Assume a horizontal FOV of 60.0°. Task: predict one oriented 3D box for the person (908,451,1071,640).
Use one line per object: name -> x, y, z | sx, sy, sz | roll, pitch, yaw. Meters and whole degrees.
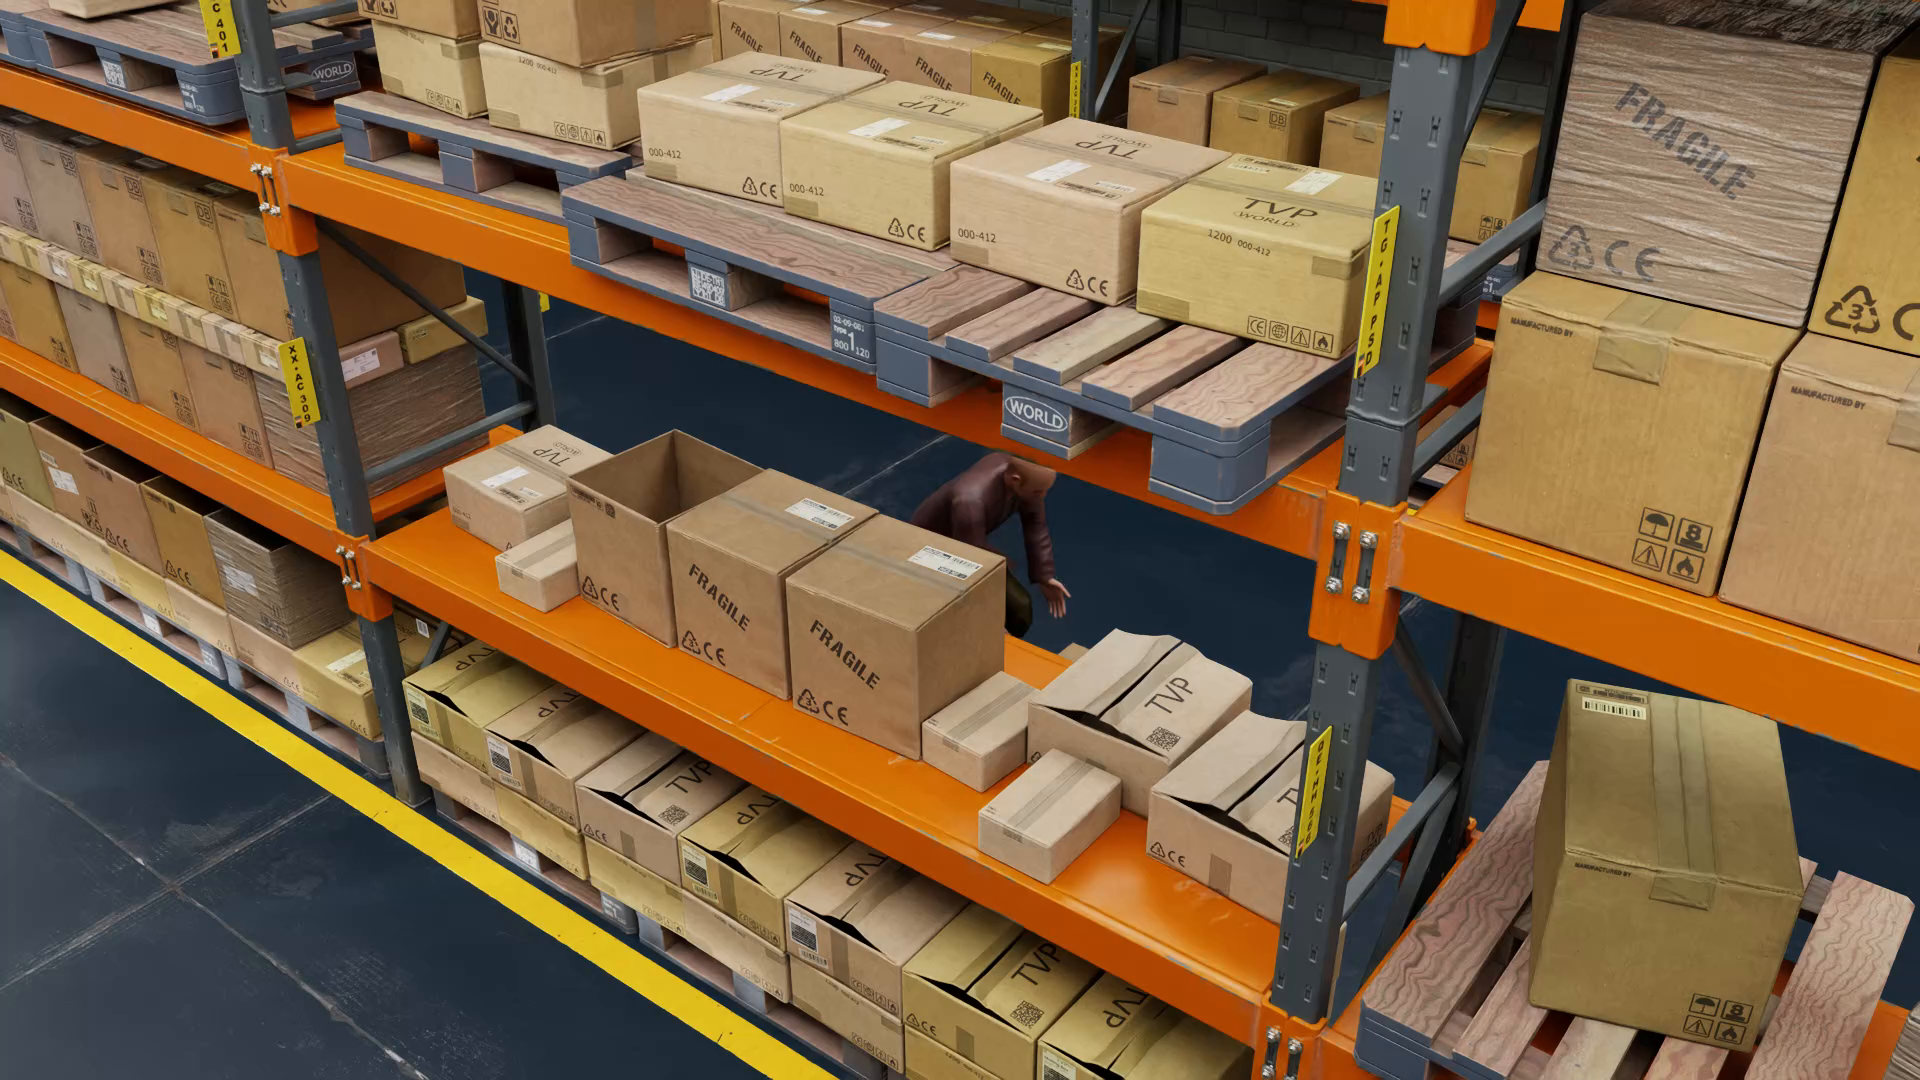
person -> 0.087, 0.142, 7.299 | 0.734, 1.382, 0.633 | 21, 37, 32
